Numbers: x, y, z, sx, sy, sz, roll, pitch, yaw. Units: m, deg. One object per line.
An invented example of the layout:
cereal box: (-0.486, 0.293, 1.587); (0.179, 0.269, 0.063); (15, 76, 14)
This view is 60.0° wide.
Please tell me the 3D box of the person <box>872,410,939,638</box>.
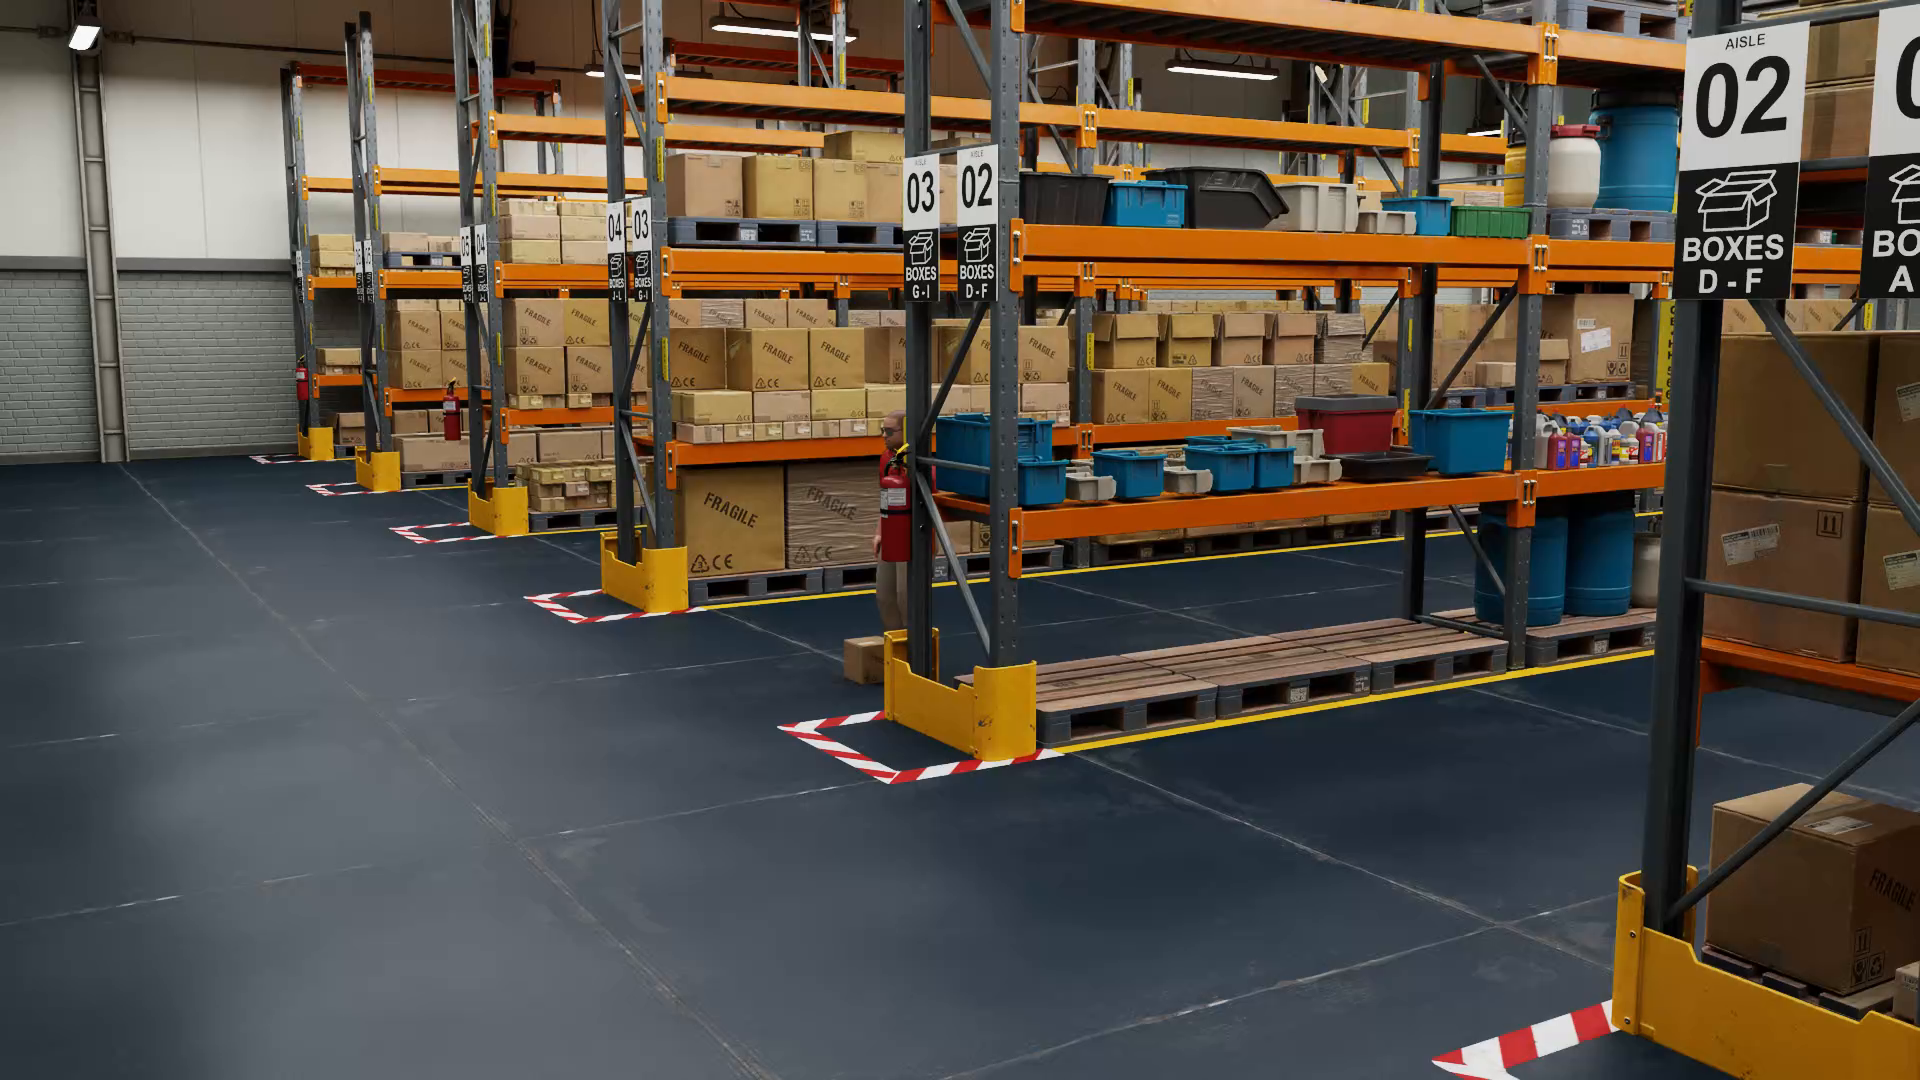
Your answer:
person: (-0.360, 0.021, 10.721); (0.388, 1.727, 0.606); (-5, 10, -34)
